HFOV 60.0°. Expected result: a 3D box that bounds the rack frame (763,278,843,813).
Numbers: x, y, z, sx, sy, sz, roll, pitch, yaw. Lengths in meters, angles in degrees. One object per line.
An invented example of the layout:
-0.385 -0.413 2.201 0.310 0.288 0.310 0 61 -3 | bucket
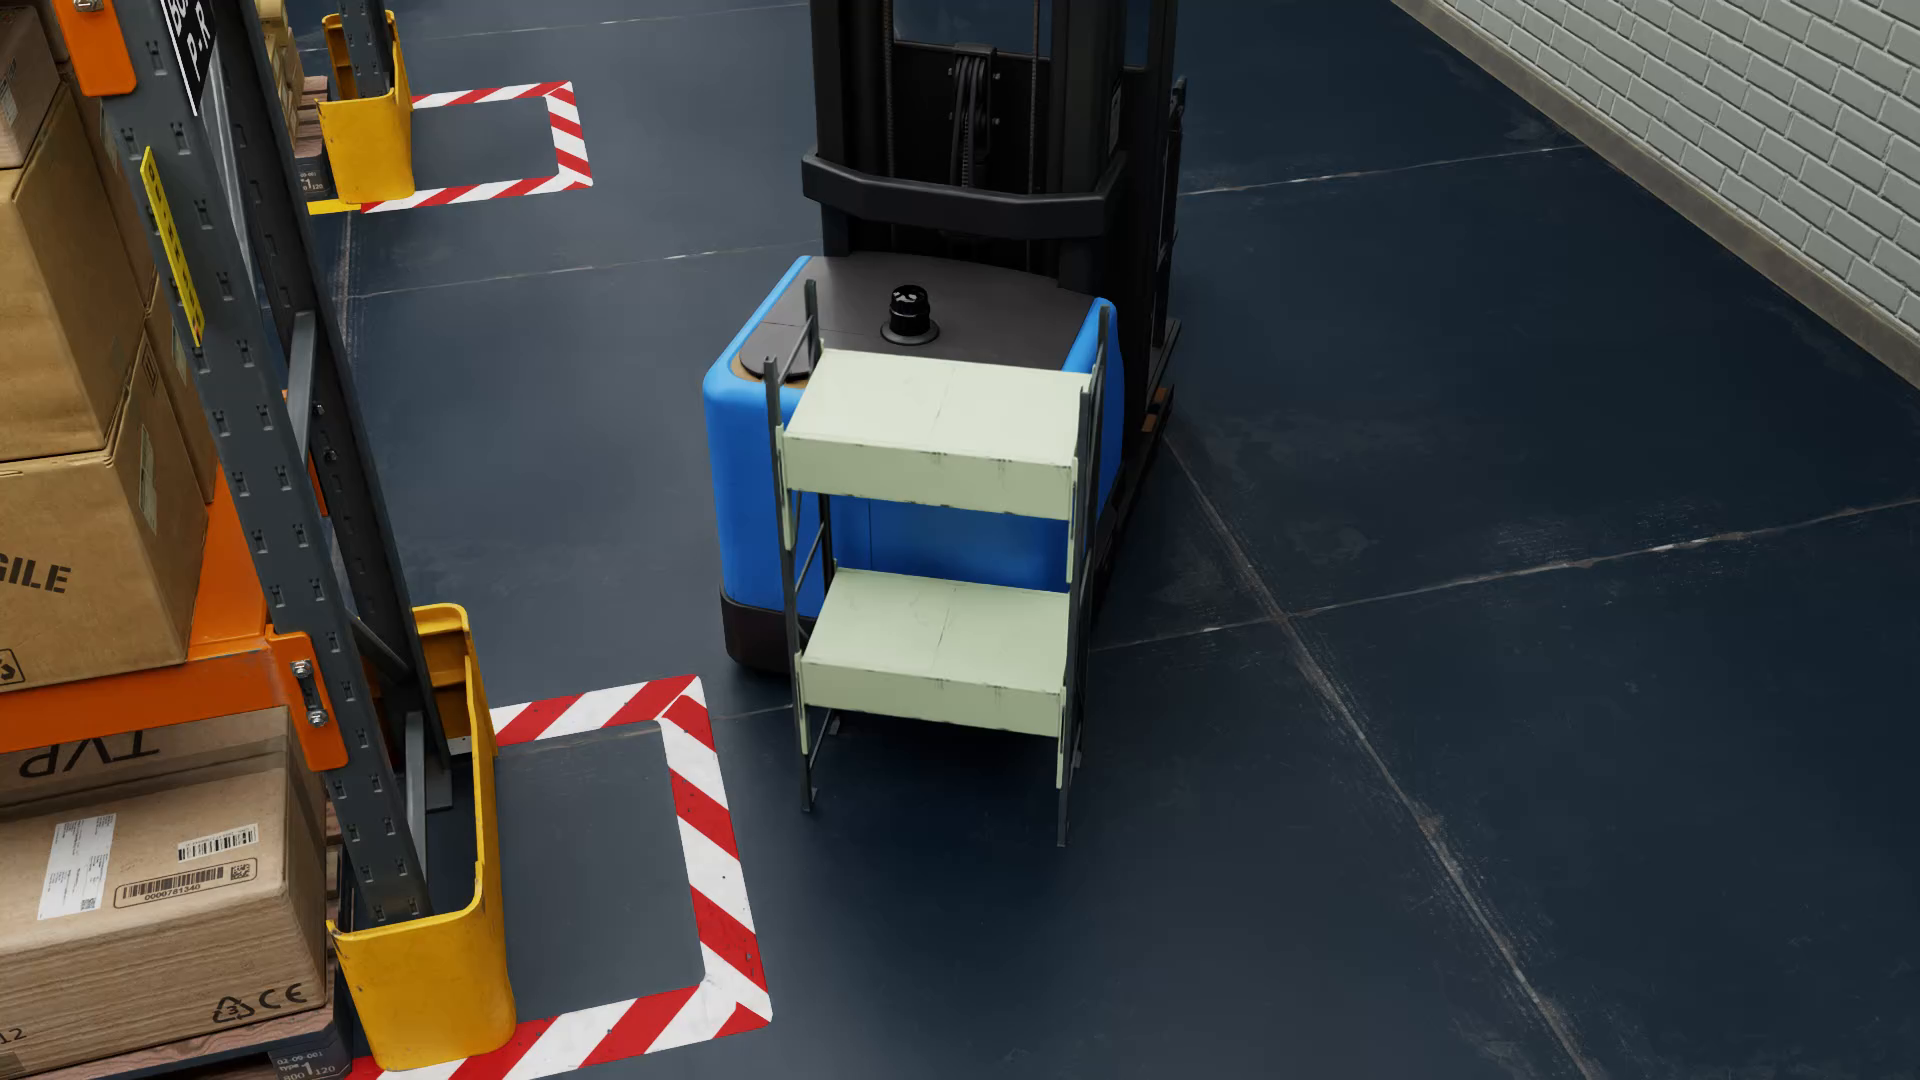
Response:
-0.403 0.063 4.430 0.023 1.500 0.400 6 38 8 | rack frame

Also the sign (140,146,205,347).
-1.307 -0.485 2.767 0.005 0.325 0.100 -9 38 -12 | sign

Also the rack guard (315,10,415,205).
-2.897 -2.134 8.128 0.348 0.500 1.175 -9 38 -12 | rack guard

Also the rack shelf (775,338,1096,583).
-0.044 -0.204 4.137 0.720 0.370 0.431 6 38 8 | rack shelf

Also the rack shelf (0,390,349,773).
-3.366 0.351 3.414 4.000 0.370 1.077 -9 38 -12 | rack shelf

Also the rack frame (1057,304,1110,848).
0.316 0.144 4.323 0.023 1.500 0.400 6 38 8 | rack frame

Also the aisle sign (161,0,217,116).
-1.285 -1.113 2.597 0.004 0.787 0.394 -9 38 -12 | aisle sign

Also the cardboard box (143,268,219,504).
-1.974 -0.383 3.700 0.500 0.500 0.500 -10 38 -12 | cardboard box

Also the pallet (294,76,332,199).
-3.691 -1.911 8.075 1.213 0.211 1.003 -9 38 -12 | pallet

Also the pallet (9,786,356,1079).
-2.187 1.029 4.231 1.213 0.211 1.003 -9 38 -12 | pallet

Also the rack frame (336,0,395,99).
-2.824 -3.139 7.384 0.127 3.000 1.000 -9 38 -12 | rack frame

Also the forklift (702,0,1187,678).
0.178 -1.527 5.334 1.130 2.935 3.031 10 39 13 | forklift

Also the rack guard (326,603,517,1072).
-1.412 0.738 4.374 0.348 0.500 1.175 -9 38 -12 | rack guard

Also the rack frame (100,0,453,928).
-1.435 -0.251 3.610 0.127 3.000 1.000 -9 38 -12 | rack frame

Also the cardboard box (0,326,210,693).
-1.832 -0.059 3.276 0.500 0.500 0.500 -9 38 -12 | cardboard box

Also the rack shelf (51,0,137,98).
-3.366 -0.840 2.503 4.000 0.370 1.077 -9 38 -12 | rack shelf

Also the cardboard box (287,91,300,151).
-3.277 -1.968 7.854 0.250 0.149 0.380 -9 38 -11 | cardboard box

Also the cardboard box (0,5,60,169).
-1.730 -0.771 2.851 0.250 0.149 0.380 -9 38 -11 | cardboard box

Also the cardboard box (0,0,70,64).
-1.850 -1.052 3.217 0.250 0.149 0.380 -9 38 -11 | cardboard box

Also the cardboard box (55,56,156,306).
-1.973 -0.779 3.395 0.500 0.500 0.500 -10 39 -13 | cardboard box

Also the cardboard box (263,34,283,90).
-3.269 -2.177 7.638 0.250 0.149 0.380 -9 38 -11 | cardboard box

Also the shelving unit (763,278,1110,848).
-0.044 0.103 4.377 0.755 1.500 0.431 6 38 8 | shelving unit

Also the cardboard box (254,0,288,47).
-3.418 -2.526 8.094 0.250 0.149 0.380 -11 39 -14 | cardboard box

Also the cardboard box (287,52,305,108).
-3.413 -2.278 8.260 0.250 0.149 0.380 -9 38 -11 | cardboard box

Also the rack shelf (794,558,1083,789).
-0.043 0.361 4.577 0.720 0.370 0.431 6 38 8 | rack shelf

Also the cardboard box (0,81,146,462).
-1.839 -0.472 2.993 0.500 0.500 0.500 -8 38 -10 | cardboard box

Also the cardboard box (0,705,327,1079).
-2.047 0.763 4.047 0.875 0.438 0.875 -11 39 -13 | cardboard box

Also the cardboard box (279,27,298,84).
-3.396 -2.359 8.121 0.250 0.149 0.380 -8 38 -10 | cardboard box

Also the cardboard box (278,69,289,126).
-3.259 -2.040 7.704 0.250 0.149 0.380 -10 39 -13 | cardboard box
